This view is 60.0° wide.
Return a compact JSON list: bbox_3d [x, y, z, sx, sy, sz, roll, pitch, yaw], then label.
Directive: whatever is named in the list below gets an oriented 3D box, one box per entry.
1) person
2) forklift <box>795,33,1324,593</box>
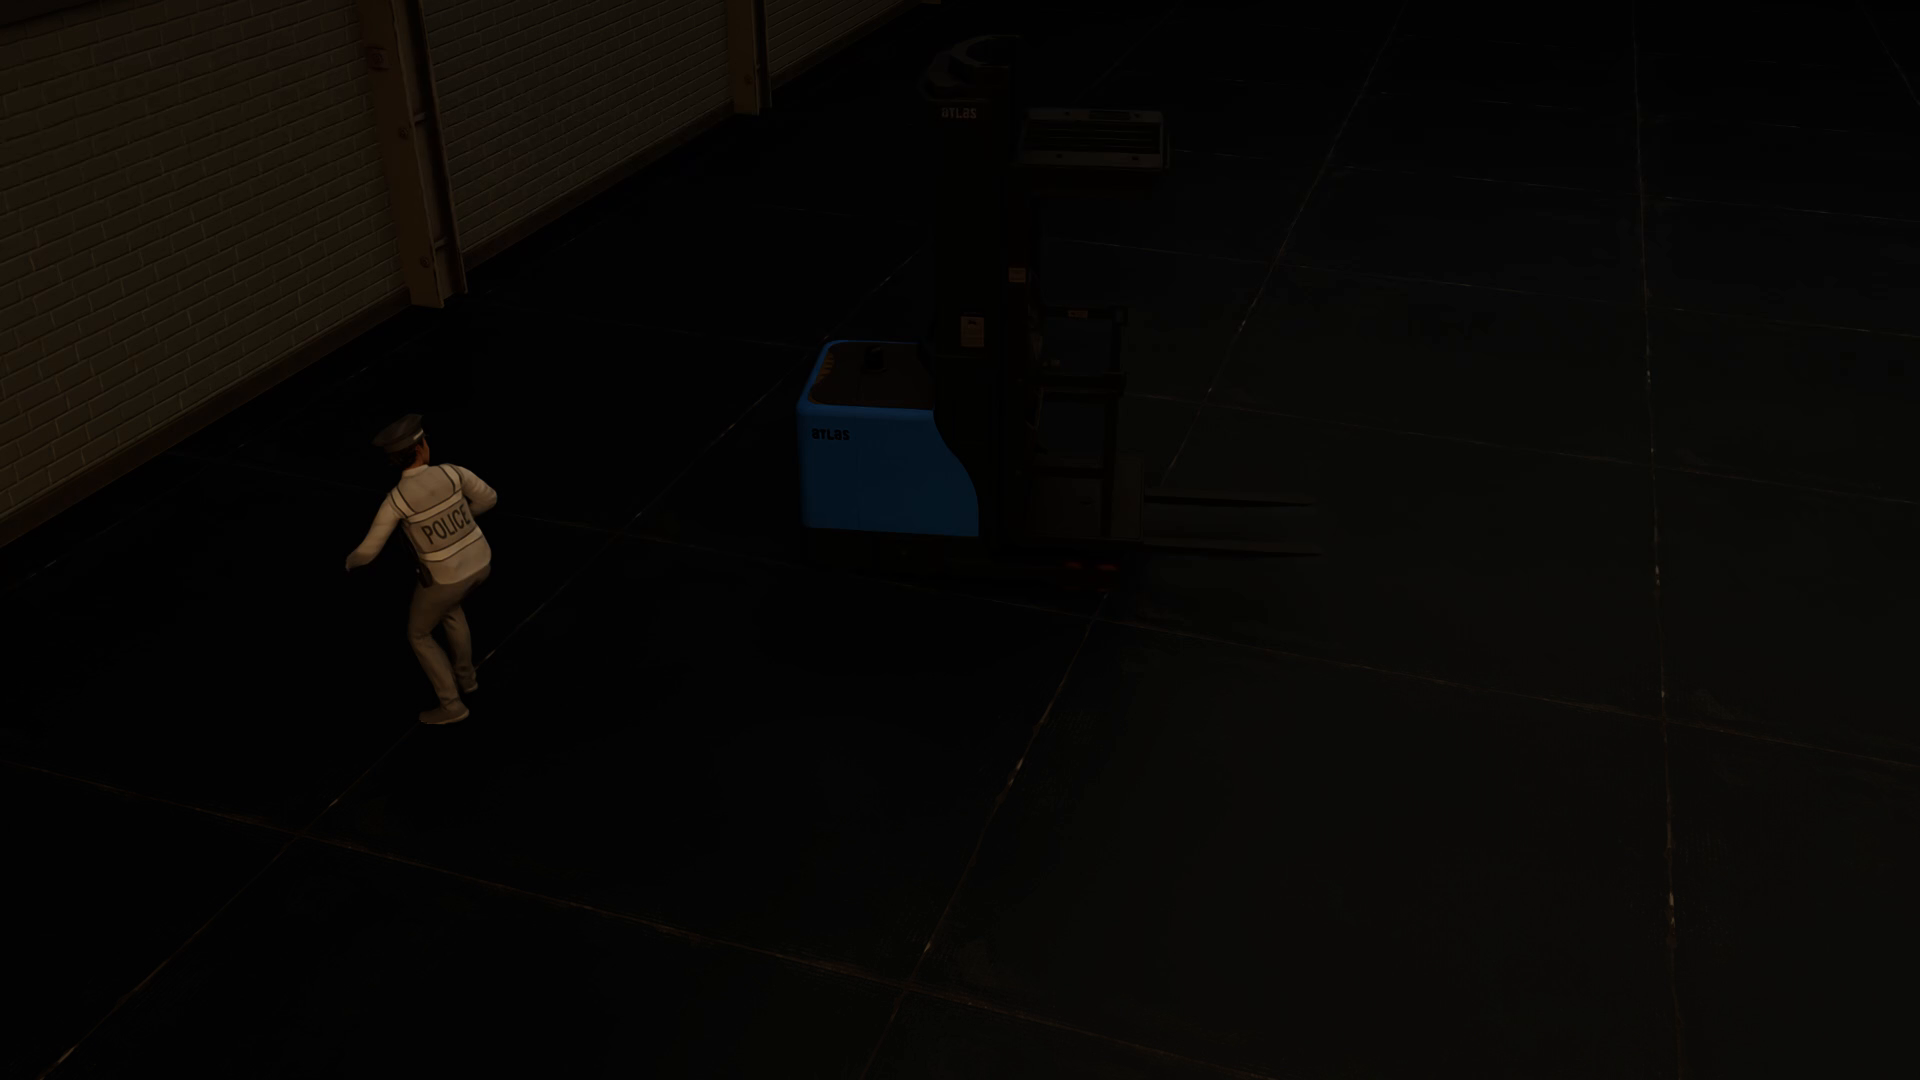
[{"bbox_3d":[-2.650,0.132,8.278,0.624,1.628,0.729,19,35,30],"label":"person"},{"bbox_3d":[0.612,-1.246,9.323,3.031,2.935,1.130,3,30,5],"label":"forklift"}]
